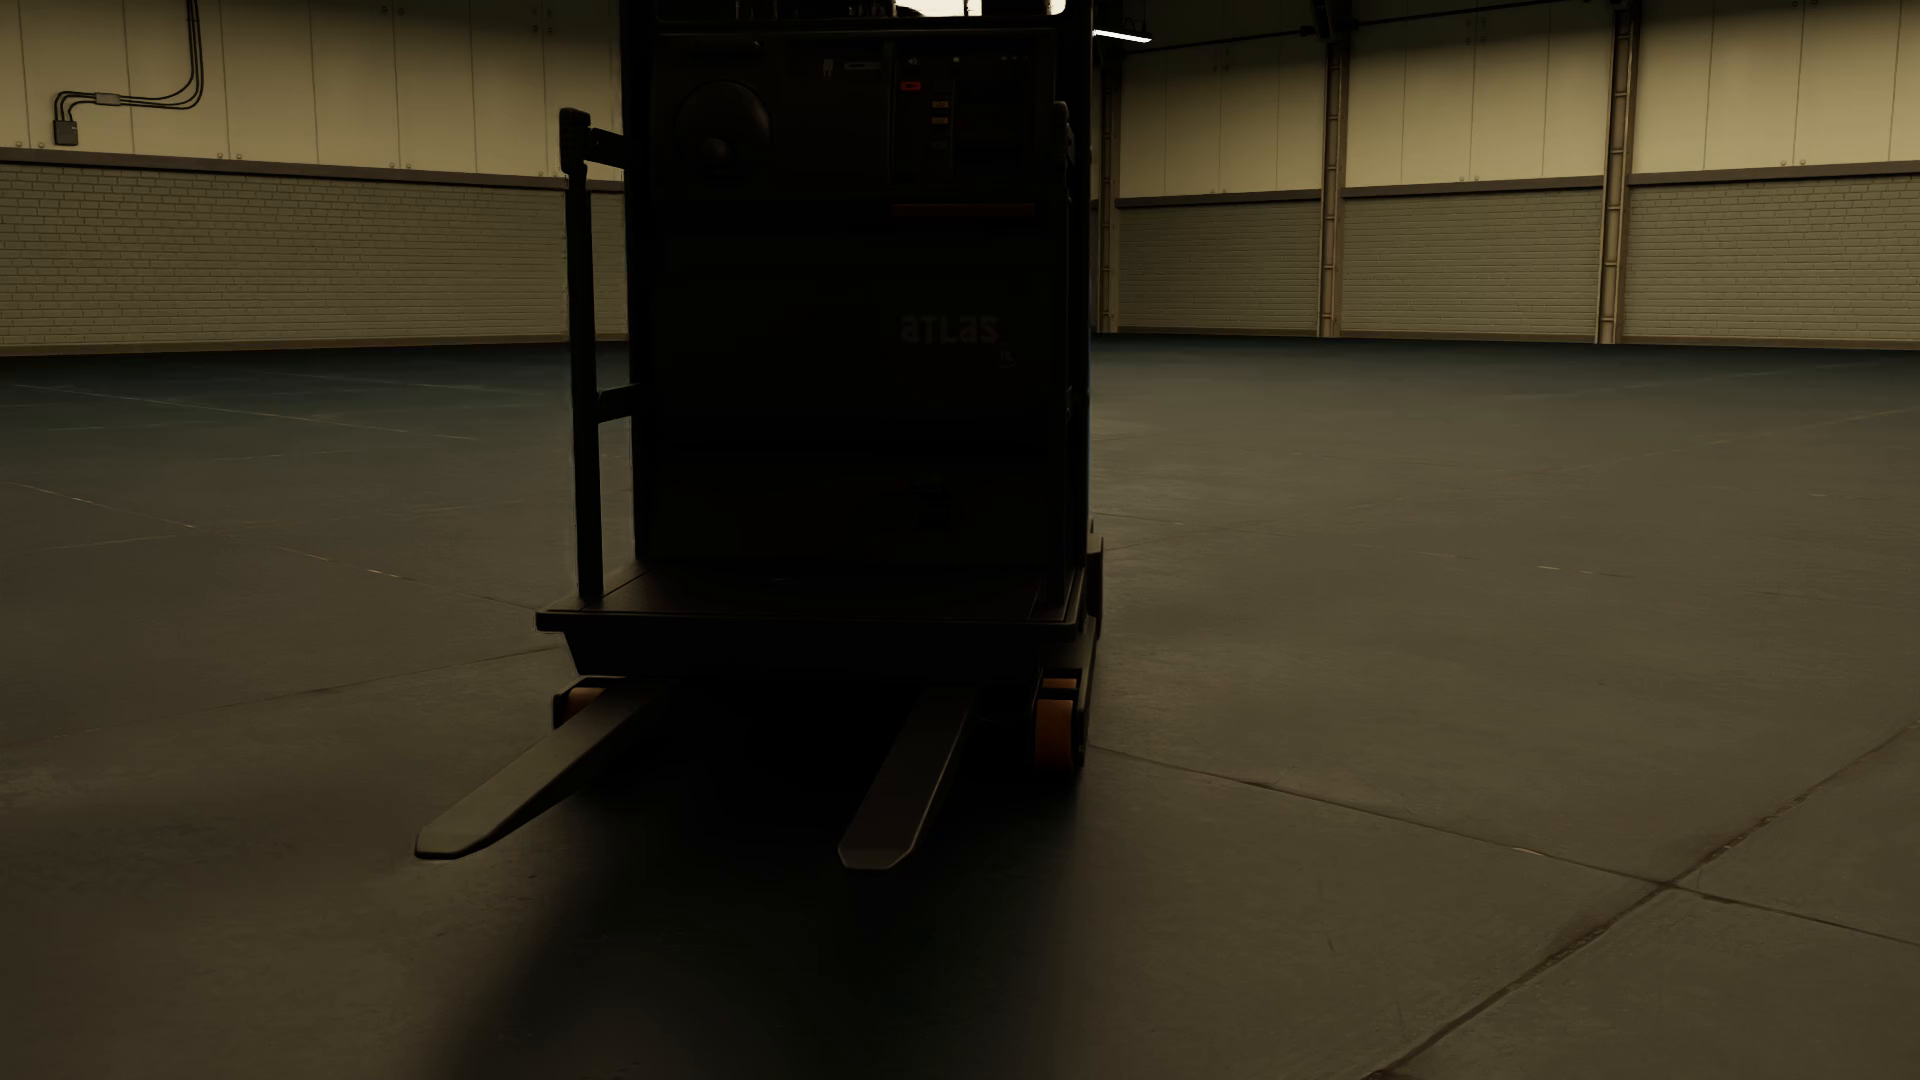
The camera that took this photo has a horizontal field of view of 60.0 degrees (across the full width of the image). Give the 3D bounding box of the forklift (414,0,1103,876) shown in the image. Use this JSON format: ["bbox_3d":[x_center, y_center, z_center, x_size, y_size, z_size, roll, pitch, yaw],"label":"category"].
[{"bbox_3d":[-0.266,-1.010,3.582,1.130,2.935,3.031,1,9,6],"label":"forklift"}]
